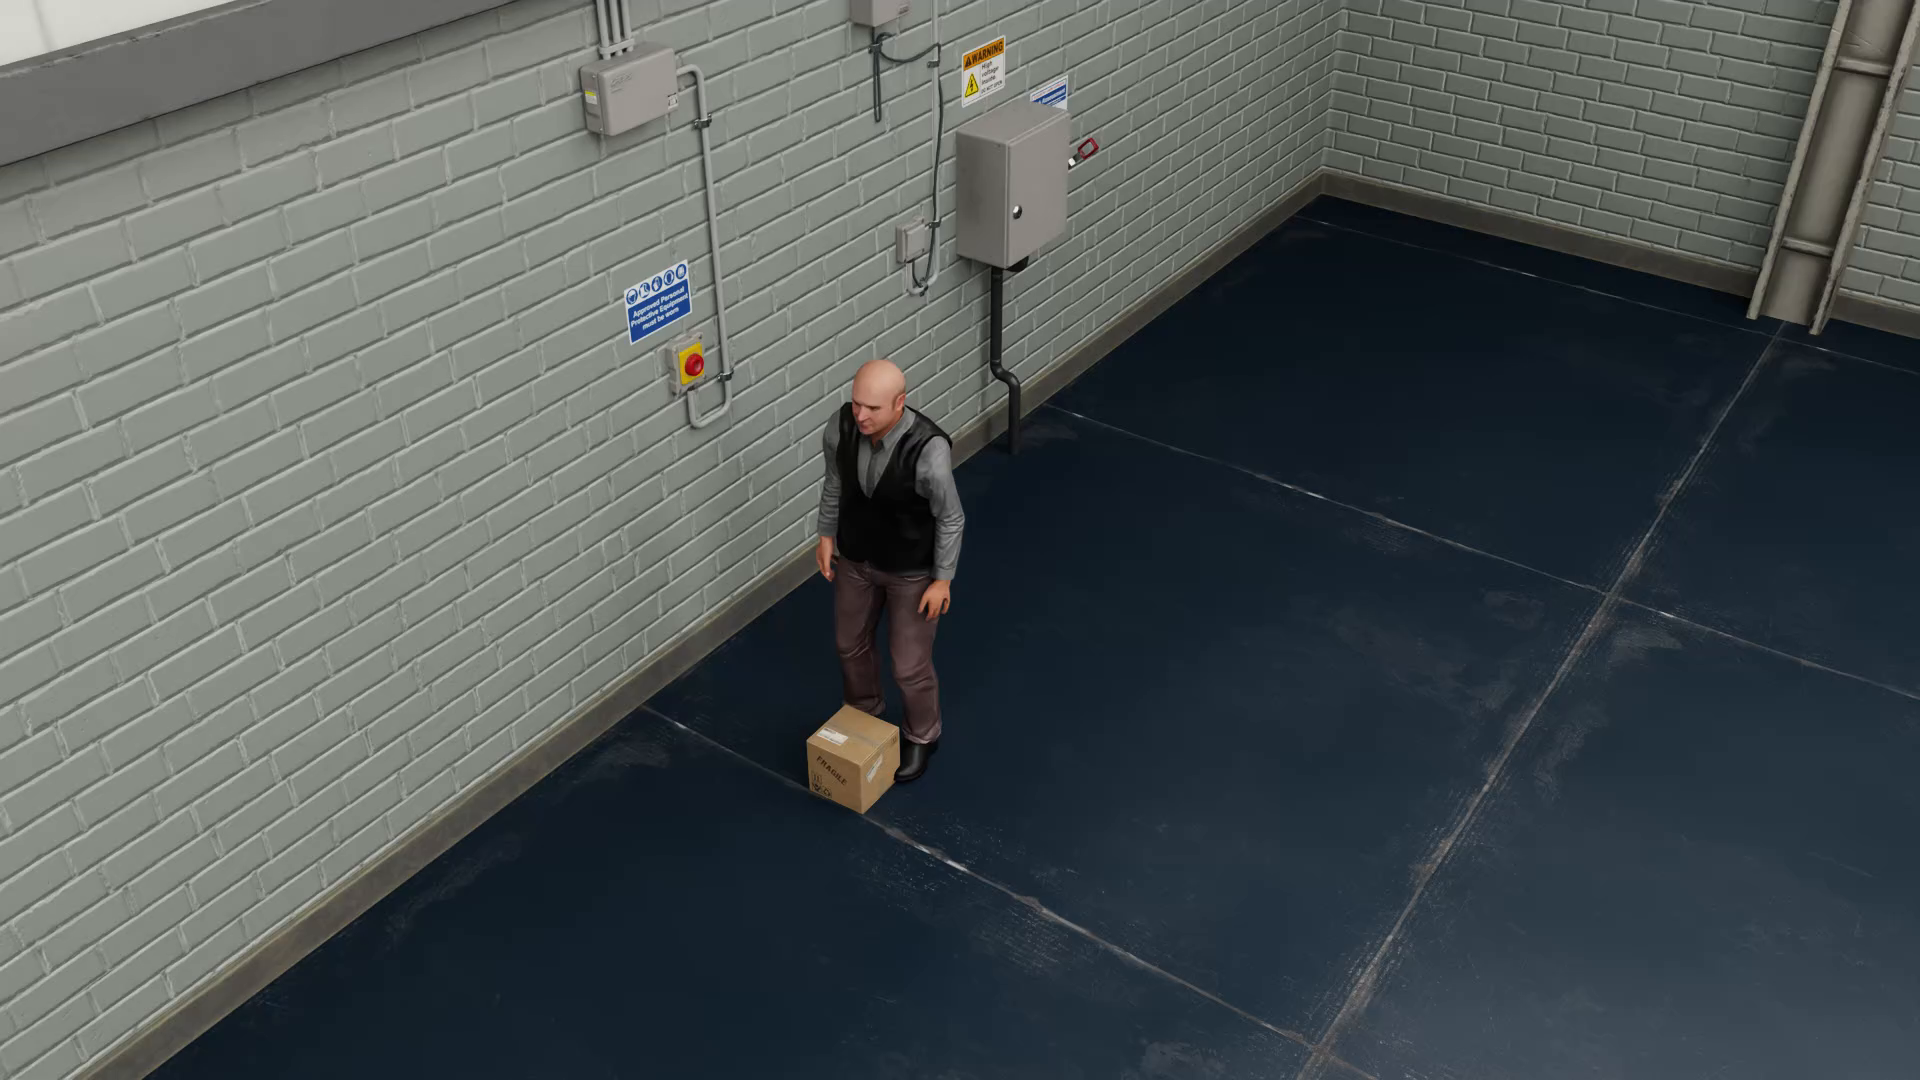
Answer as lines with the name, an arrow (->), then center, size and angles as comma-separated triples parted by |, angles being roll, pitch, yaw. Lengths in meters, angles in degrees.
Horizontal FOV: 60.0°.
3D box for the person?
person -> -0.251, 0.081, 6.047 | 0.581, 1.720, 0.420 | 20, 39, 26
